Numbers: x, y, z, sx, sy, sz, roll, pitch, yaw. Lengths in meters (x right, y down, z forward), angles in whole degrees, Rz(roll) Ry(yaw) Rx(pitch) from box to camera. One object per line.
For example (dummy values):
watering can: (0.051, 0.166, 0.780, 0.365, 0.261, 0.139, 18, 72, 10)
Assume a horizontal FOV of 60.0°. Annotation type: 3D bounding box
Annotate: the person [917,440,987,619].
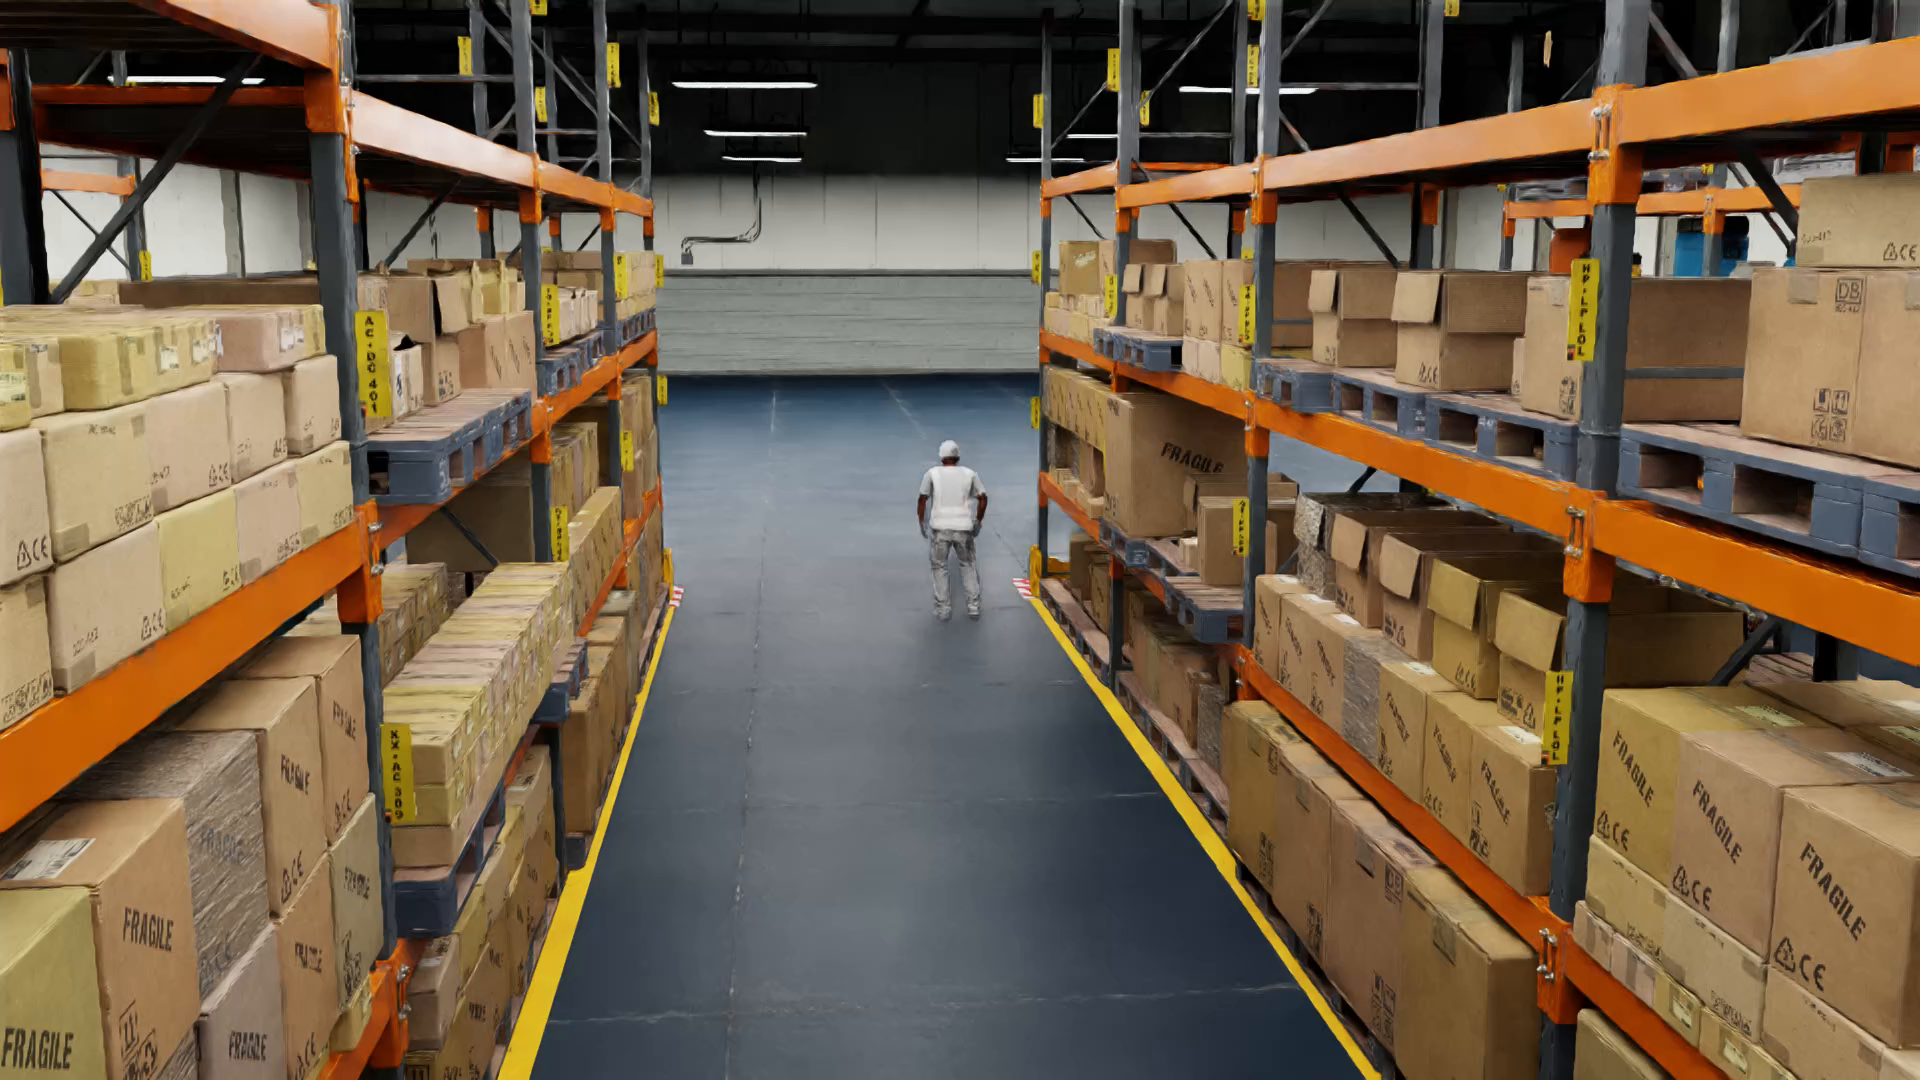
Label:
person: (-0.081, -0.121, 16.642, 0.698, 1.744, 0.521, -1, 10, -8)
